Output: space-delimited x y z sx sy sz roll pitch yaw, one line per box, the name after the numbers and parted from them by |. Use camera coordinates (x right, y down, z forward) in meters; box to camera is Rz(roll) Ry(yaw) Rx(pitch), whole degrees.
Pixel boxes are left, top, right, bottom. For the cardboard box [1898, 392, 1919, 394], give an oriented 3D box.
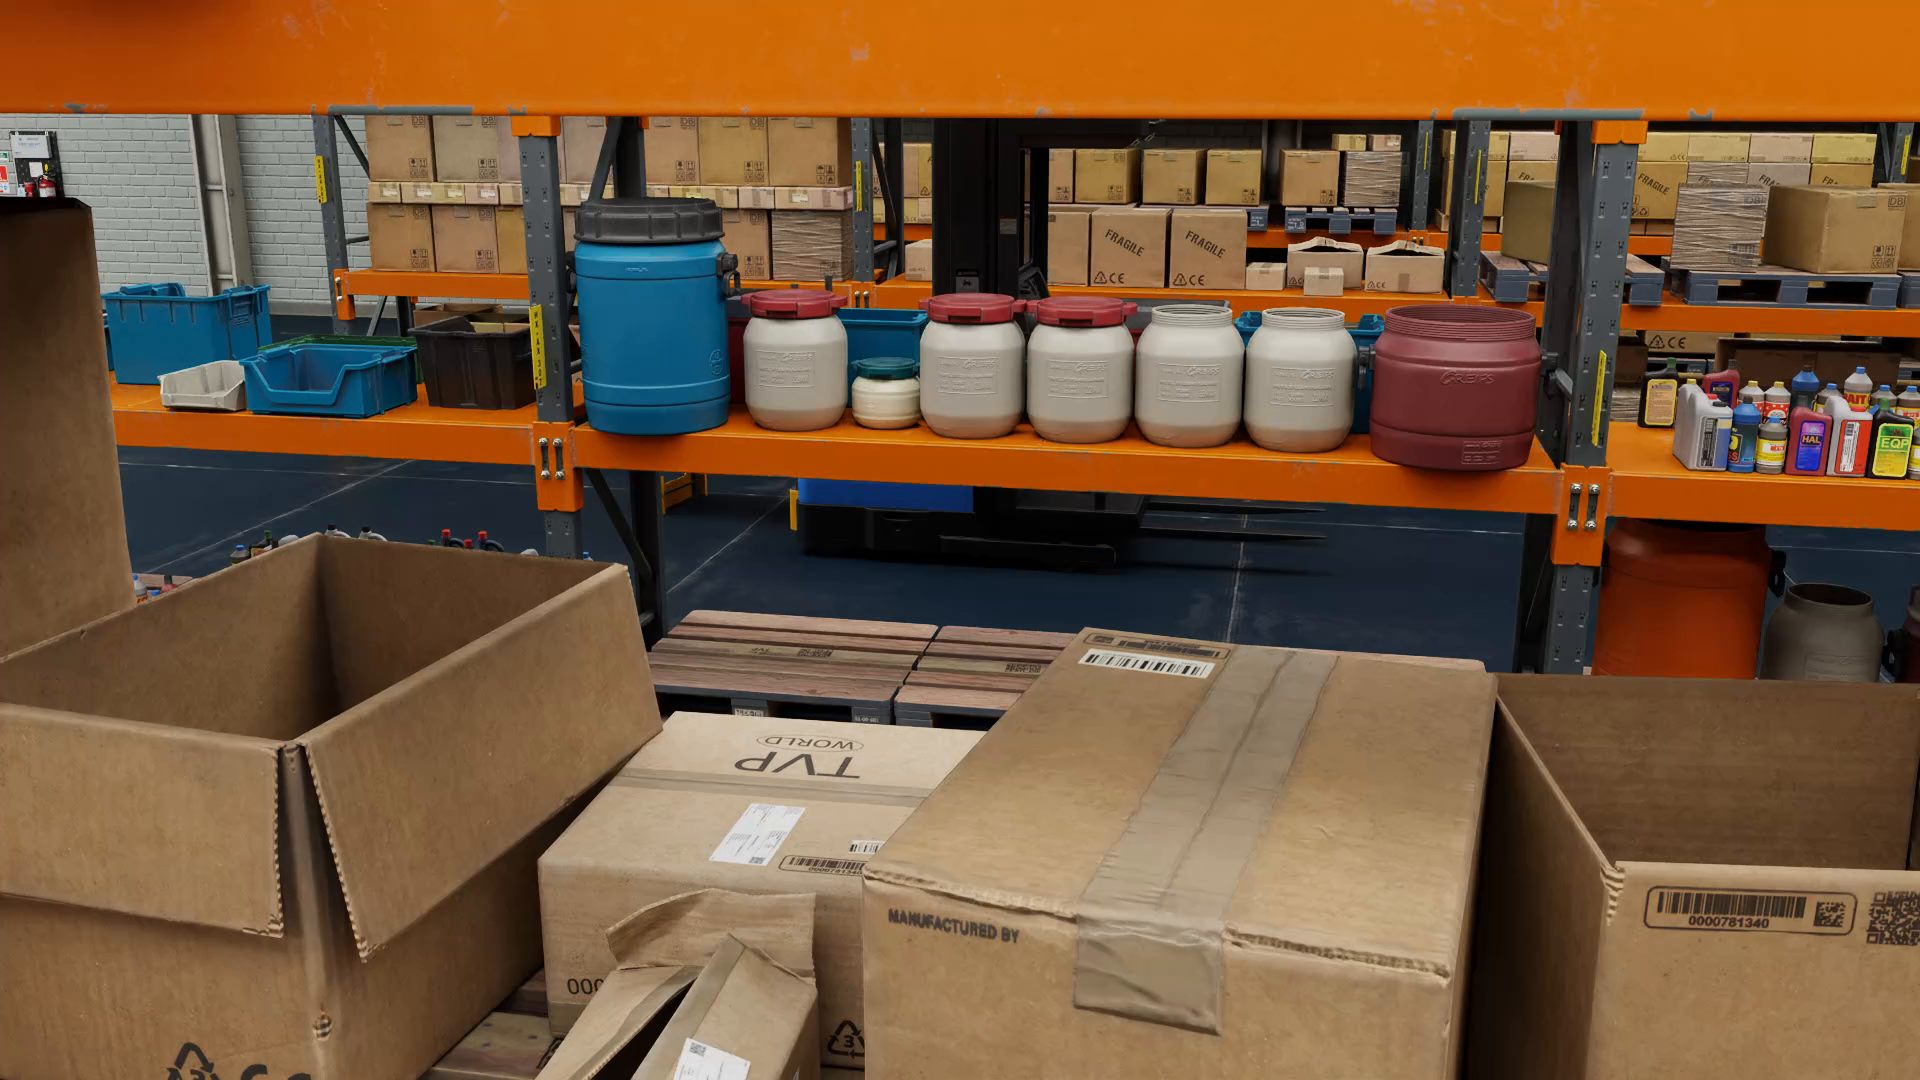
6.245 -0.636 10.526 0.500 0.500 0.500 3 16 11 | cardboard box

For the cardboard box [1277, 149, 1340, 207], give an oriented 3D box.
3.316 -3.462 15.861 0.500 0.500 0.700 2 16 6 | cardboard box

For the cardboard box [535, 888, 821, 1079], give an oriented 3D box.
-0.317 0.574 1.764 0.258 0.266 0.396 3 16 10 | cardboard box

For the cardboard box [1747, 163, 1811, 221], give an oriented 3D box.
7.247 -3.129 14.886 0.500 0.500 0.500 3 16 12 | cardboard box

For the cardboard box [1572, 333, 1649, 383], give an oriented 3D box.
4.368 -1.240 11.302 0.500 0.250 0.500 4 16 13 | cardboard box

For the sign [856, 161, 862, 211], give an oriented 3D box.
-0.681 -2.384 11.210 0.005 0.325 0.100 3 16 11 | sign

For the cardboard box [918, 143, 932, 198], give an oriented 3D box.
-0.113 -3.613 16.255 0.500 0.500 0.500 3 16 11 | cardboard box

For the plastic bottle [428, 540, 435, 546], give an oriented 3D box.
-2.609 0.137 8.141 0.133 0.283 0.061 4 16 14 | plastic bottle

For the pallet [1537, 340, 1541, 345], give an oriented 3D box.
5.089 -1.752 15.920 1.213 0.211 1.003 3 16 11 | pallet

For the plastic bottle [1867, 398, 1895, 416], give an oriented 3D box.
3.291 -0.374 5.964 0.097 0.271 0.097 0 15 0 | plastic bottle

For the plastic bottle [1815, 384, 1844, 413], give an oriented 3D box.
3.461 -0.521 6.627 0.097 0.201 0.097 0 15 0 | plastic bottle

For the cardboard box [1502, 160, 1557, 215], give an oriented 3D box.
5.268 -3.235 15.271 0.500 0.500 0.500 4 16 13 | cardboard box

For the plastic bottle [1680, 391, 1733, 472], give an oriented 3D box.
2.717 -0.398 6.043 0.135 0.276 0.152 3 16 11 | plastic bottle

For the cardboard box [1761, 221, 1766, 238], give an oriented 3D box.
7.096 -2.808 14.945 0.250 0.149 0.380 3 16 11 | cardboard box

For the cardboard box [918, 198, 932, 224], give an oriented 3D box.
-0.113 -3.253 16.361 0.500 0.250 0.500 3 16 11 | cardboard box

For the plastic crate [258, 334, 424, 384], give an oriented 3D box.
-2.836 -0.822 7.738 0.662 0.188 0.450 3 16 11 | plastic crate

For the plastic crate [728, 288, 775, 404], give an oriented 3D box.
-1.027 -0.863 7.370 0.583 0.464 0.402 3 16 11 | plastic crate

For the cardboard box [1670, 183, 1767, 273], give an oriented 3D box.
4.846 -2.009 10.652 0.500 0.500 0.700 6 17 22 | cardboard box

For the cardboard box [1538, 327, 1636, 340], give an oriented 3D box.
5.883 -2.202 15.562 0.750 0.750 0.750 3 16 11 | cardboard box

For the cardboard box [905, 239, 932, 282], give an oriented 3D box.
-0.080 -1.987 11.827 0.500 0.250 0.500 4 16 15 | cardboard box

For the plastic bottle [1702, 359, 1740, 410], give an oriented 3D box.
3.065 -0.587 6.711 0.133 0.283 0.061 3 16 11 | plastic bottle

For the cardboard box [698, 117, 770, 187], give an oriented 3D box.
-1.503 -2.796 11.849 0.500 0.500 0.700 3 16 11 | cardboard box

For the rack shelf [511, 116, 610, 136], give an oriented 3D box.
-3.522 -1.984 7.263 4.000 0.370 1.077 3 16 11 | rack shelf

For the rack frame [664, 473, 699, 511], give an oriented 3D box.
-1.840 -0.956 10.633 0.032 1.500 0.500 6 17 21 | rack frame

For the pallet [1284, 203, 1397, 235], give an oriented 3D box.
3.612 -3.075 15.833 1.003 0.211 1.213 3 16 11 | pallet

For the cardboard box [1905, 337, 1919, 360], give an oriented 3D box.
8.964 -1.876 15.040 0.500 0.500 0.700 3 16 12 | cardboard box

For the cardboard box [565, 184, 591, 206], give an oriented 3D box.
-2.643 -2.488 11.954 0.250 0.149 0.380 3 16 12 | cardboard box

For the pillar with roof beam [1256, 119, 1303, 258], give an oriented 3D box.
2.372 -5.218 11.971 0.400 9.000 9.100 3 16 11 | pillar with roof beam

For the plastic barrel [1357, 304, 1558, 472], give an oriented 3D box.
1.842 -0.577 6.200 0.708 0.536 0.600 3 16 11 | plastic barrel

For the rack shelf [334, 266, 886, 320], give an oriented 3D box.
-2.531 -1.834 12.340 4.000 0.370 1.077 3 16 11 | rack shelf

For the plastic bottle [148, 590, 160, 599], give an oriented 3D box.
-3.666 0.329 7.604 0.097 0.201 0.097 0 15 0 | plastic bottle

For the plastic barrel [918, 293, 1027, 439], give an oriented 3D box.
0.051 -0.697 6.633 0.433 0.535 0.433 0 15 0 | plastic barrel

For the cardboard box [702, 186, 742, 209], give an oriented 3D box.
-1.637 -2.434 11.757 0.250 0.149 0.380 3 16 11 | cardboard box

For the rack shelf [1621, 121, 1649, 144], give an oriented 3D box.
4.317 -1.558 5.726 4.000 0.370 1.077 3 16 11 | rack shelf

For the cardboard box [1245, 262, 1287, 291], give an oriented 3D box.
2.087 -1.793 11.317 0.250 0.149 0.380 4 16 15 | cardboard box

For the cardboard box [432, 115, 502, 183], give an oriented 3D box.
-3.468 -2.903 12.234 0.500 0.500 0.700 3 16 10 | cardboard box

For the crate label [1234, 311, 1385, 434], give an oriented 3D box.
1.438 -0.706 6.856 0.616 0.435 0.502 3 16 11 | crate label

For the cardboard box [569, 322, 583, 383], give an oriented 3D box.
-2.541 -1.358 12.236 0.500 0.500 0.500 3 16 11 | cardboard box

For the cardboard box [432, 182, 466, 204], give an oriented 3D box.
-3.646 -2.543 12.152 0.250 0.149 0.380 3 16 11 | cardboard box

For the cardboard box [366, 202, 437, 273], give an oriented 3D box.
-4.036 -2.307 12.513 0.500 0.500 0.700 3 16 11 | cardboard box

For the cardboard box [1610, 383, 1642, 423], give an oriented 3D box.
4.252 -0.743 10.914 0.500 0.500 0.500 3 16 9 | cardboard box

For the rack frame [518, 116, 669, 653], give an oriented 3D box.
-1.562 -0.778 7.183 0.127 3.000 1.000 3 16 11 | rack frame

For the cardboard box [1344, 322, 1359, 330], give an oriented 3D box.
3.616 -2.189 16.135 0.500 0.500 0.700 3 16 12 | cardboard box

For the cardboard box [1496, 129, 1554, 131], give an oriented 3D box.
5.335 -3.735 15.670 0.500 0.250 0.500 3 16 9 | cardboard box

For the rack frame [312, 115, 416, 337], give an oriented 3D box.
-4.491 -2.287 12.628 0.127 3.000 1.000 3 16 11 | rack frame

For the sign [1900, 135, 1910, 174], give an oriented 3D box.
8.153 -3.322 14.344 0.005 0.325 0.100 3 16 11 | sign

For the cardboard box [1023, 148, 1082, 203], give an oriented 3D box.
0.904 -3.594 16.337 0.500 0.500 0.700 3 16 11 | cardboard box

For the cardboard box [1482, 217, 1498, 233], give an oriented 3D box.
4.853 -2.952 15.463 0.250 0.149 0.380 3 16 12 | cardboard box

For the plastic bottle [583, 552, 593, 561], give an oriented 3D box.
-1.787 0.193 7.964 0.097 0.271 0.097 0 15 0 | plastic bottle

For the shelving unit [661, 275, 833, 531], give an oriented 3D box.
-1.360 -0.904 10.446 1.083 1.500 0.587 6 17 21 | shelving unit

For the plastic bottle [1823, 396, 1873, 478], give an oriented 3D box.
3.171 -0.374 5.954 0.135 0.276 0.152 3 16 11 | plastic bottle

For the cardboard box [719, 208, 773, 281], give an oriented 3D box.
-1.526 -2.170 12.021 0.500 0.500 0.700 3 16 11 | cardboard box

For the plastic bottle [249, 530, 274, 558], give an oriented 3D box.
-3.477 0.090 8.311 0.133 0.283 0.061 4 16 12 | plastic bottle

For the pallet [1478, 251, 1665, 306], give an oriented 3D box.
4.027 -1.751 11.054 1.003 0.211 1.213 3 16 11 | pallet

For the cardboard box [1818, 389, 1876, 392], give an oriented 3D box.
5.829 -0.799 11.117 0.500 0.500 0.500 3 16 12 | cardboard box

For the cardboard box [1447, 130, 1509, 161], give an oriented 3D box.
4.754 -3.627 15.279 0.500 0.250 0.500 3 16 12 | cardboard box

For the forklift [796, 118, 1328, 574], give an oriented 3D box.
0.617 -1.379 9.480 3.031 2.935 1.130 3 16 11 | forklift

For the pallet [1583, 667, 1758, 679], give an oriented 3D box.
3.138 0.809 6.675 1.213 0.211 1.003 3 16 11 | pallet
